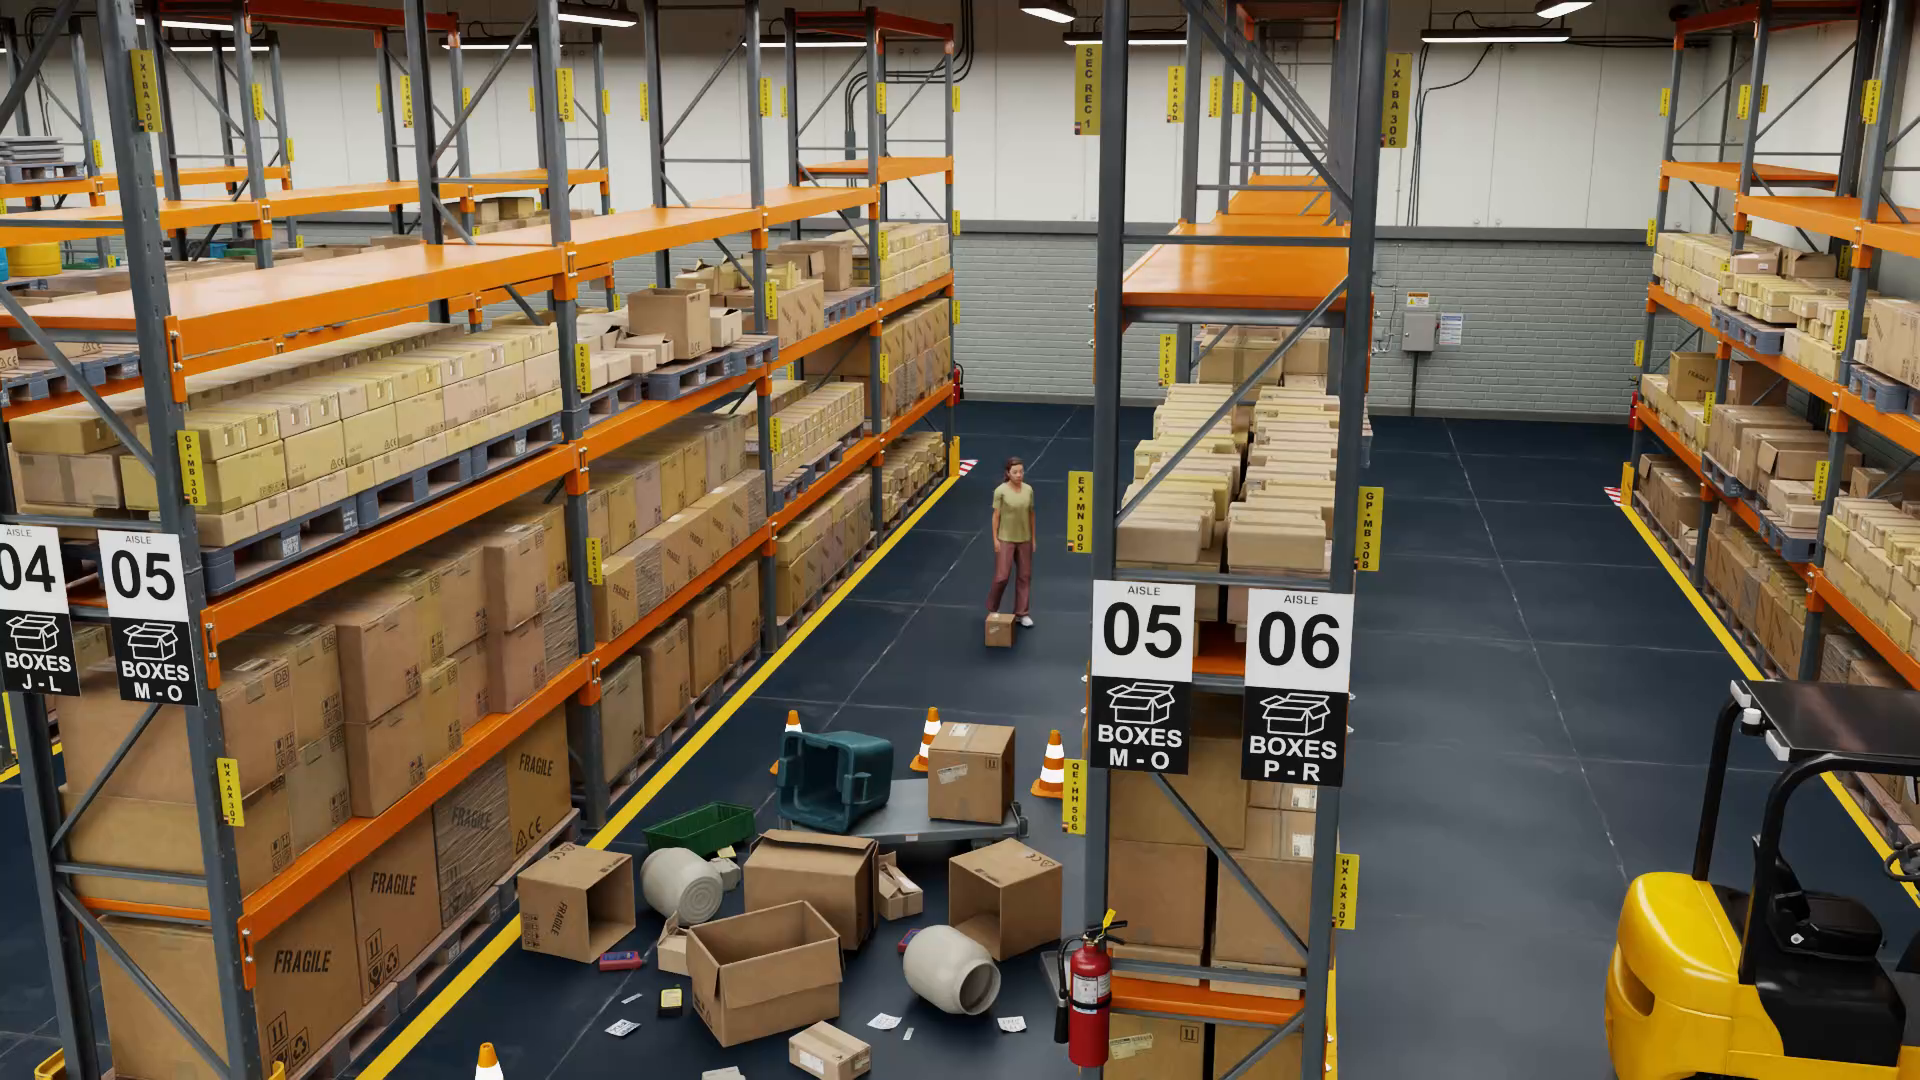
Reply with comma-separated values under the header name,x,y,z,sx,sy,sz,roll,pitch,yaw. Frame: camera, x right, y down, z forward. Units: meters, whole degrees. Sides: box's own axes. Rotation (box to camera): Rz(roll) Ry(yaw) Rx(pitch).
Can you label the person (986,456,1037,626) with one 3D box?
name,x,y,z,sx,sy,sz,roll,pitch,yaw
person,0.531,0.014,16.301,0.480,1.687,0.465,-5,16,-20
